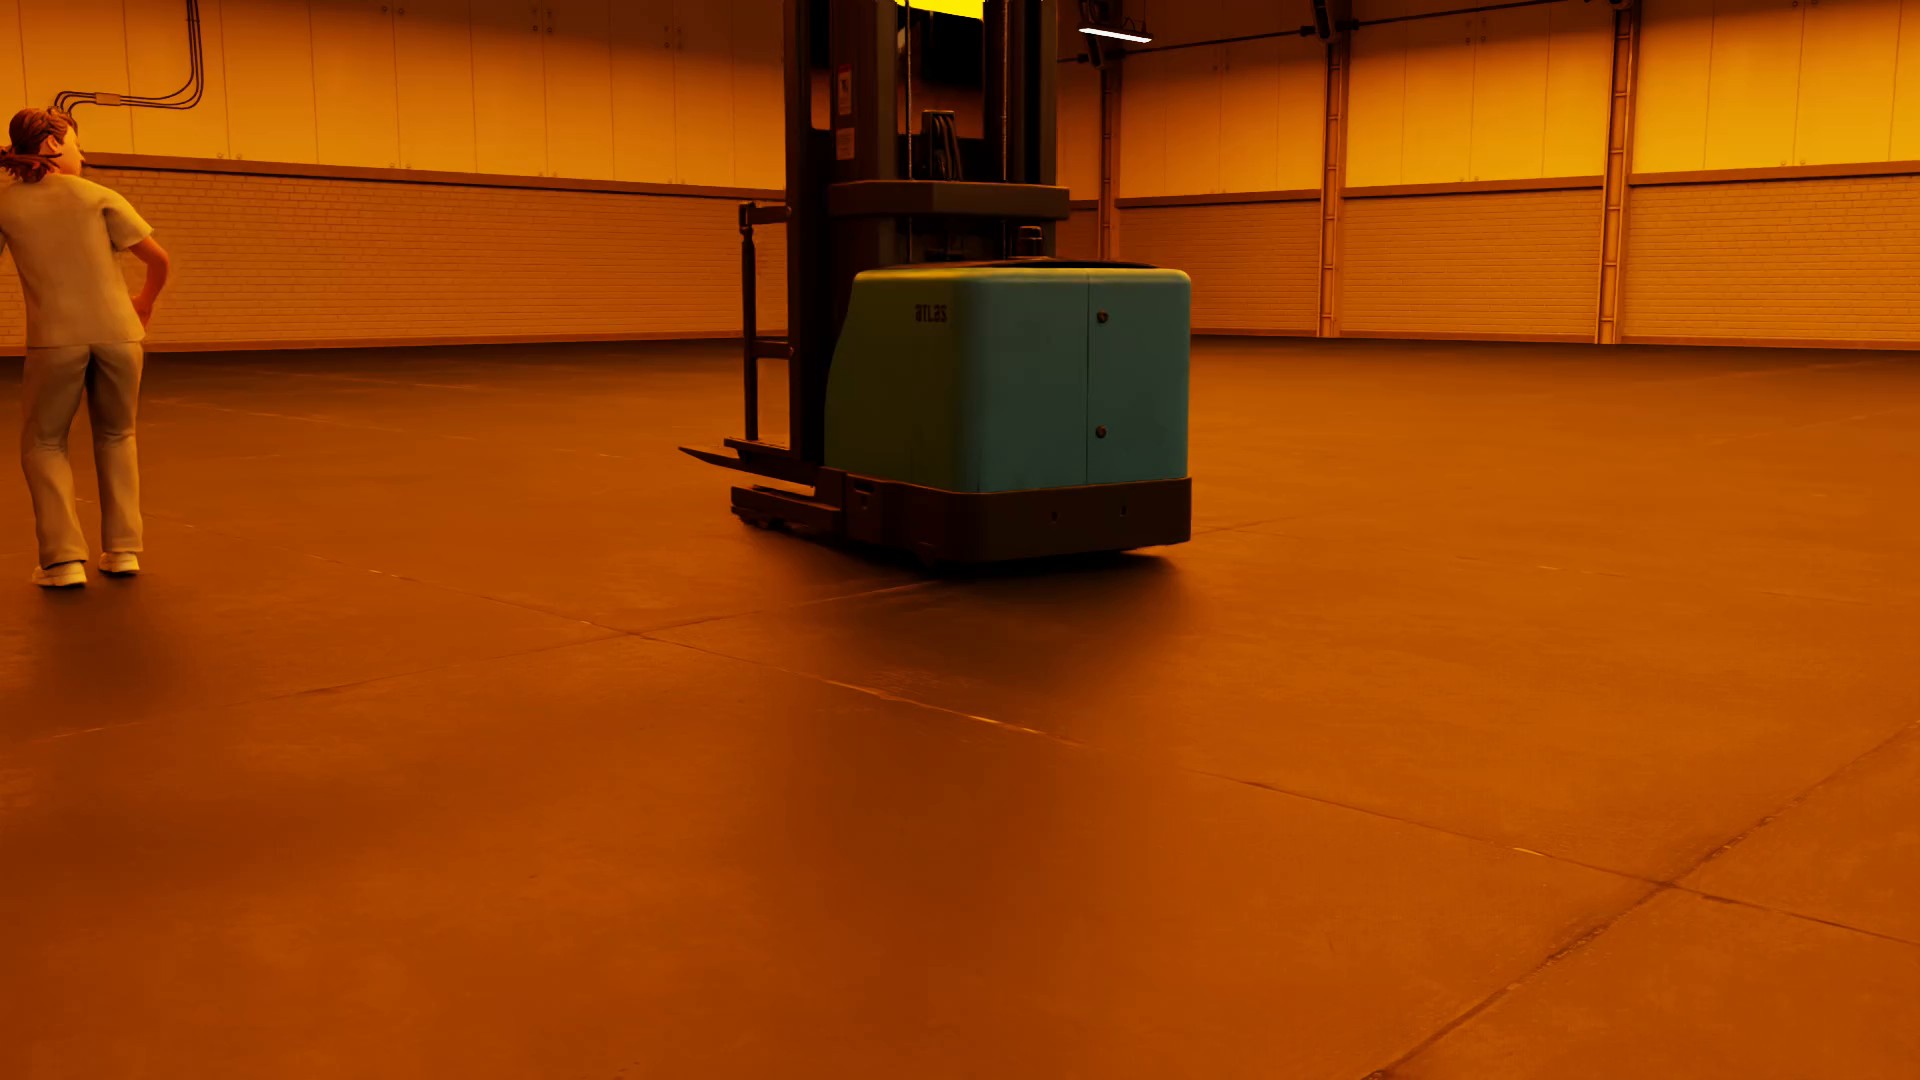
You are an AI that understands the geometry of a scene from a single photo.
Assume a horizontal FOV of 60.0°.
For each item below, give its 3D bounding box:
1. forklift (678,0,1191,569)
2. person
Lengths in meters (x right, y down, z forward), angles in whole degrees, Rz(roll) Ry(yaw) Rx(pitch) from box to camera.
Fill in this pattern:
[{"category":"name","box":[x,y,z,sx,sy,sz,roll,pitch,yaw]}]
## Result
[{"category":"forklift","box":[-0.335,-1.527,7.012,1.130,2.935,3.031,-5,10,-31]},{"category":"person","box":[-3.077,-0.657,5.728,0.660,1.620,0.473,-5,10,-30]}]
